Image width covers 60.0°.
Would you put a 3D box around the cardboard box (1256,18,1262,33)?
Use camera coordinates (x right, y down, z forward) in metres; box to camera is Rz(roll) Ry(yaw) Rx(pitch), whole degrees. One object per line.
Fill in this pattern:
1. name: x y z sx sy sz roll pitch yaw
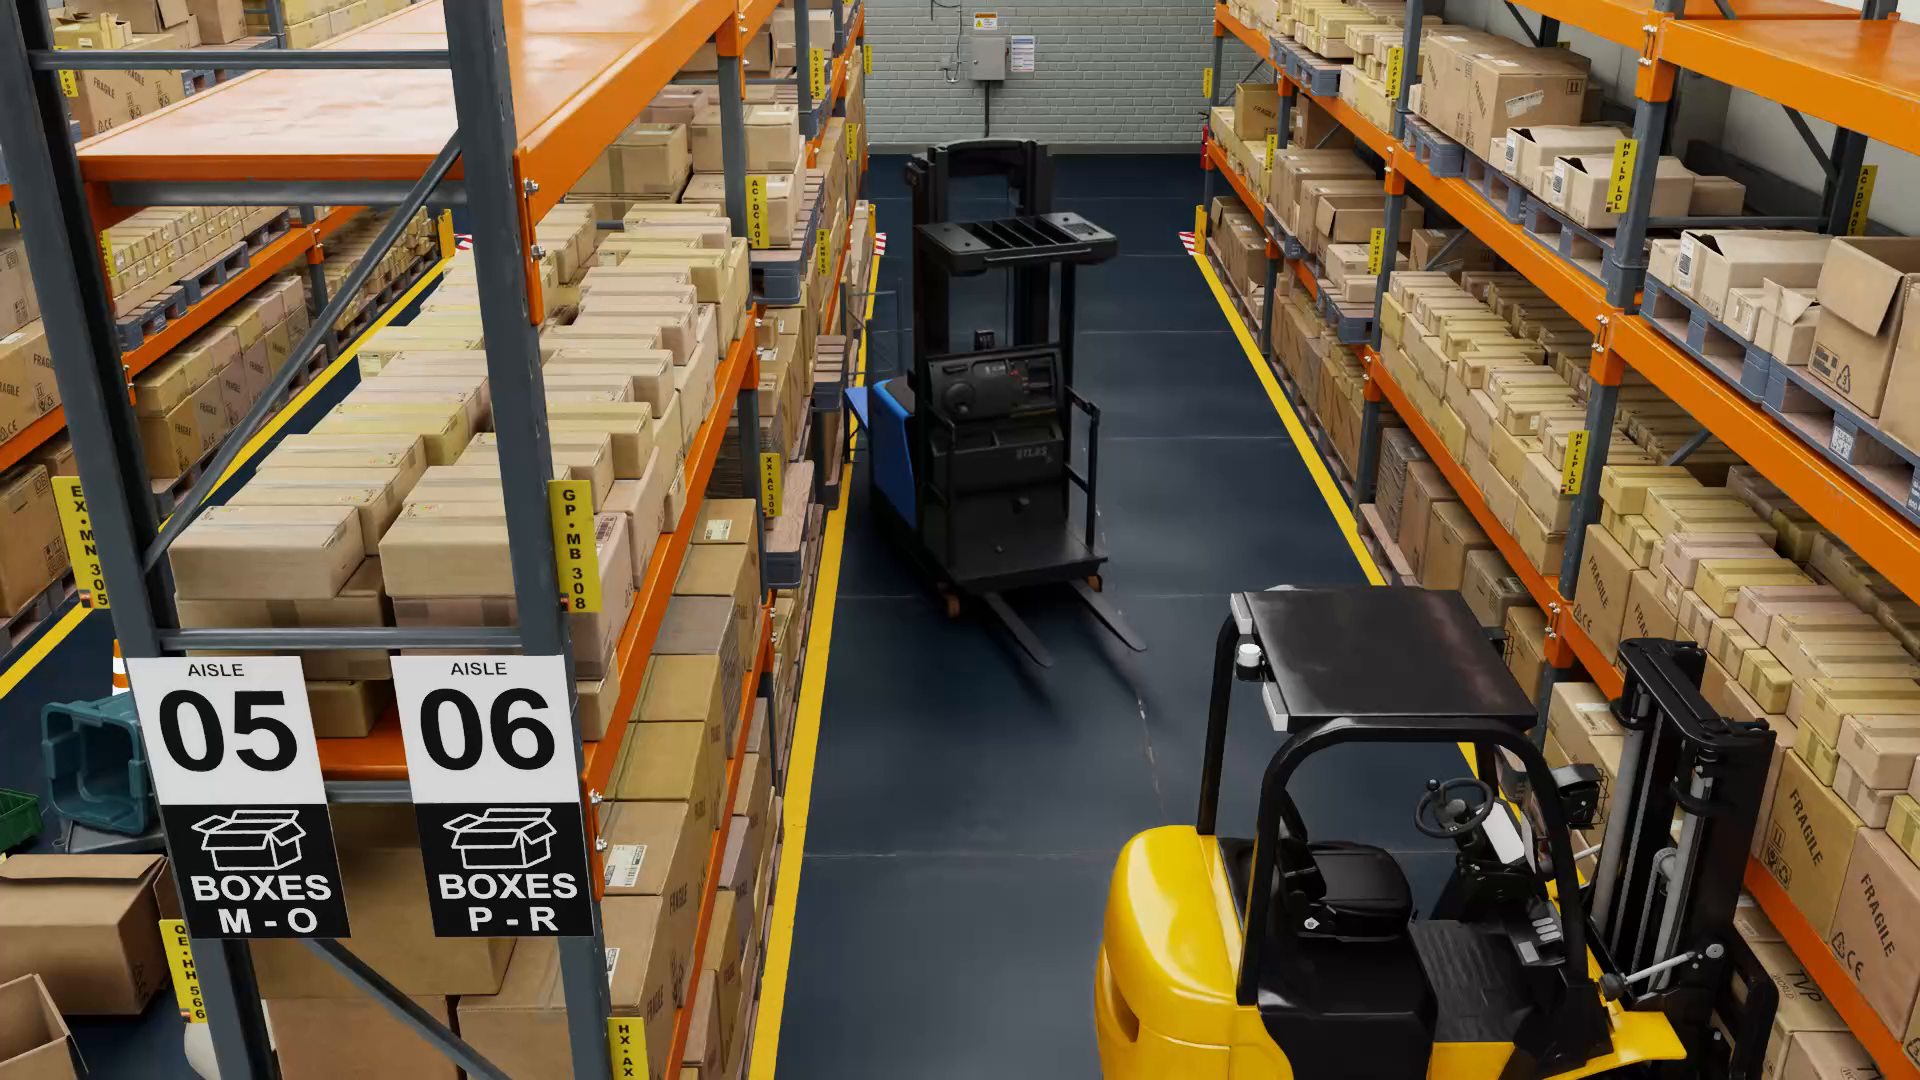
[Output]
1. cardboard box: 3.145 -5.110 16.458 0.380 0.149 0.250 0 24 0

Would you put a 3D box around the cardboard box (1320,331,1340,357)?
1. cardboard box: 3.217 -1.633 13.841 0.380 0.149 0.250 -1 24 -3

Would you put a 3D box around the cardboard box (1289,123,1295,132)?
1. cardboard box: 3.651 -4.295 17.811 0.500 0.250 0.500 1 24 1

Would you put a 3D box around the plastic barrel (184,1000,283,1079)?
1. plastic barrel: -2.950 2.114 6.946 0.512 0.421 0.421 19 30 35

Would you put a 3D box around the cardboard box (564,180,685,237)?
1. cardboard box: -1.609 -1.594 8.050 0.500 0.250 0.500 -1 24 -2

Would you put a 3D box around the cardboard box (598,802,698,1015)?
1. cardboard box: -1.150 1.193 5.373 0.500 0.500 0.500 0 24 1

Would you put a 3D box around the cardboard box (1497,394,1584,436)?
1. cardboard box: 3.174 -0.684 9.097 0.380 0.149 0.250 -1 24 -2

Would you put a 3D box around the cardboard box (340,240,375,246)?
1. cardboard box: -6.281 -3.047 17.459 0.380 0.149 0.250 0 24 0

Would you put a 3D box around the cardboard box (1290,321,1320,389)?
1. cardboard box: 3.216 -1.611 14.580 0.500 0.500 0.500 -1 24 -2

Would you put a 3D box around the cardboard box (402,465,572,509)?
1. cardboard box: -1.232 -0.083 4.373 0.380 0.149 0.250 0 24 -1

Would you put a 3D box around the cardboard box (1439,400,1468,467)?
1. cardboard box: 3.240 -0.651 10.114 0.500 0.250 0.500 1 24 1

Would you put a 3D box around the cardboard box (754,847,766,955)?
1. cardboard box: -1.166 1.659 7.652 0.500 0.250 0.500 -1 24 -2

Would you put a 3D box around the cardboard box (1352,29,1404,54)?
1. cardboard box: 3.154 -3.723 12.422 0.380 0.149 0.250 -1 24 -2

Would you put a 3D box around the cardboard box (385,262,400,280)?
1. cardboard box: -6.238 -2.887 17.827 0.380 0.149 0.250 0 24 0

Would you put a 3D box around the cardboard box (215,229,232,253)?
1. cardboard box: -6.274 -2.474 13.759 0.380 0.149 0.250 1 24 2

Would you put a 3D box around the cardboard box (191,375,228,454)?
1. cardboard box: -6.211 -1.001 13.230 0.500 0.500 0.500 0 24 0

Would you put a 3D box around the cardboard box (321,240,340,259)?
1. cardboard box: -6.738 -3.046 17.455 0.380 0.149 0.250 0 24 0

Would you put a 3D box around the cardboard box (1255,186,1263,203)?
1. cardboard box: 3.111 -3.414 16.348 0.380 0.149 0.250 0 24 1

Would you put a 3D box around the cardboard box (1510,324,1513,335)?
1. cardboard box: 3.752 -1.301 10.945 0.500 0.250 0.500 0 24 0

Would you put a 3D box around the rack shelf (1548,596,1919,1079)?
1. rack shelf: 3.528 1.264 6.572 1.077 0.370 4.000 0 24 -1

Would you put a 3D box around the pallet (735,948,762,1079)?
1. pallet: -1.399 2.187 7.042 1.003 0.211 1.213 0 24 -1

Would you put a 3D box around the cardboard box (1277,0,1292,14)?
1. cardboard box: 2.983 -4.684 14.523 0.380 0.149 0.250 0 24 1

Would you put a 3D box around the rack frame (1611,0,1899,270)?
1. rack frame: 3.506 -2.621 7.009 1.000 3.000 0.127 0 24 -1

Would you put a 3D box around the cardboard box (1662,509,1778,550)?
1. cardboard box: 3.318 -0.020 7.267 0.380 0.149 0.250 -1 24 -2

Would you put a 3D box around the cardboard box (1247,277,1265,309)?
1. cardboard box: 3.115 -2.505 16.841 0.396 0.266 0.258 1 24 1

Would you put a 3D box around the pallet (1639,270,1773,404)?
1. pallet: 3.541 -0.863 6.869 1.003 0.211 1.213 0 24 -1

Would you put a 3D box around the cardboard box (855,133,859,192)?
1. cardboard box: -1.288 -3.813 16.803 0.500 0.500 0.500 0 24 0

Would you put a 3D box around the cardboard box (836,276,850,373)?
1. cardboard box: -1.440 -1.757 14.446 0.875 0.875 0.875 0 24 1

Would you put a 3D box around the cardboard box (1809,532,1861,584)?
1. cardboard box: 3.854 0.081 7.045 0.380 0.149 0.250 -1 24 -2

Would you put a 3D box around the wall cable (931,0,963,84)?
1. wall cable: -0.255 -7.606 24.078 0.588 1.984 0.122 0 24 -1

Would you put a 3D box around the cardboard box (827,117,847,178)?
1. cardboard box: -1.289 -3.479 14.850 0.500 0.500 0.500 1 24 1

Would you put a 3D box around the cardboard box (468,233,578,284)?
1. cardboard box: -1.754 -1.133 6.695 0.380 0.149 0.250 -1 24 -2

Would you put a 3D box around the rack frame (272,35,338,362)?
1. rack frame: -6.493 -3.097 15.340 1.000 3.000 0.127 0 24 -1

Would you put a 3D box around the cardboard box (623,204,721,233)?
1. cardboard box: -1.236 -1.350 7.176 0.380 0.149 0.250 0 24 1

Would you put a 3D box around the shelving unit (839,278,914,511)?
1. shelving unit: -0.565 -1.134 12.821 0.538 1.500 1.048 -6 25 -13

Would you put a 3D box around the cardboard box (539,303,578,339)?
1. cardboard box: -1.719 -0.697 6.214 0.500 0.250 0.500 0 24 0

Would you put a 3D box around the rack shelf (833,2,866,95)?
1. rack shelf: -1.566 -5.024 16.834 1.077 0.370 4.000 0 24 -1

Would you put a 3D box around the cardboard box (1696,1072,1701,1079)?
1. cardboard box: 3.208 2.005 6.888 0.500 0.250 0.500 1 24 1

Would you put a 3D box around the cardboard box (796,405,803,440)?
1. cardboard box: -1.134 -0.707 9.853 0.380 0.149 0.250 1 24 1

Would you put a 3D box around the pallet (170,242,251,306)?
1. pallet: -6.512 -2.177 13.539 1.003 0.211 1.213 0 24 -1

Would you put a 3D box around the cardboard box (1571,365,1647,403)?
1. cardboard box: 3.756 -0.900 9.576 0.380 0.149 0.250 0 24 -1

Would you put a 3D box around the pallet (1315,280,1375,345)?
1. pallet: 3.385 -1.728 12.546 1.213 0.211 1.003 0 24 -1

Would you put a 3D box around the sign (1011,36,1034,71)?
1. sign: 0.921 -7.126 24.364 0.329 0.494 0.001 0 24 -1

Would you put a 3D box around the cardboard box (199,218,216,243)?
1. cardboard box: -6.277 -2.503 13.461 0.380 0.149 0.250 1 24 1

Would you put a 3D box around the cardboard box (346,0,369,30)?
1. cardboard box: -6.237 -5.223 16.585 0.500 0.250 0.500 1 24 2

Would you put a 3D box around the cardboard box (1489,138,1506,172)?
1. cardboard box: 3.182 -2.147 9.274 0.380 0.149 0.250 -1 24 -1

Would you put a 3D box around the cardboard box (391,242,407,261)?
1. cardboard box: -6.220 -3.129 18.001 0.380 0.149 0.250 0 24 0

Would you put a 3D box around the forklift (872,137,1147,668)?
1. forklift: 0.316 -1.007 10.804 1.130 2.935 3.031 -8 26 -18

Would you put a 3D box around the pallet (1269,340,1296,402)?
1. pallet: 3.465 -1.579 15.368 1.003 0.211 1.213 0 24 -1

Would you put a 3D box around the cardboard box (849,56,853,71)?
1. cardboard box: -1.315 -4.933 17.279 0.380 0.149 0.250 0 24 1

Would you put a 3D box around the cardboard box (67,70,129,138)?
1. cardboard box: -6.190 -3.097 11.580 0.500 0.500 0.500 0 24 -1

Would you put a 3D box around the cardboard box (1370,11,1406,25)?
1. cardboard box: 3.501 -4.153 13.349 0.380 0.149 0.250 0 24 0

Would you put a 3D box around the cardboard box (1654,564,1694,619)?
1. cardboard box: 3.210 0.219 7.100 0.380 0.149 0.250 0 24 1

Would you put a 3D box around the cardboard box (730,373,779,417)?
1. cardboard box: -1.109 -0.727 8.323 0.380 0.149 0.250 0 24 -1

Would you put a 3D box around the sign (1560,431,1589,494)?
1. sign: 2.963 -0.373 8.009 0.100 0.325 0.005 0 24 -1

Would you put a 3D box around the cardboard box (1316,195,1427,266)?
1. cardboard box: 3.260 -2.446 13.267 0.797 0.503 0.637 -1 24 -2

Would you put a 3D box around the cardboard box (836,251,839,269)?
1. cardboard box: -1.297 -2.491 14.182 0.500 0.250 0.500 -1 24 -2

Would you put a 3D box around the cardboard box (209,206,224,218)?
1. cardboard box: -6.280 -2.743 13.632 0.380 0.149 0.250 -1 24 -3
